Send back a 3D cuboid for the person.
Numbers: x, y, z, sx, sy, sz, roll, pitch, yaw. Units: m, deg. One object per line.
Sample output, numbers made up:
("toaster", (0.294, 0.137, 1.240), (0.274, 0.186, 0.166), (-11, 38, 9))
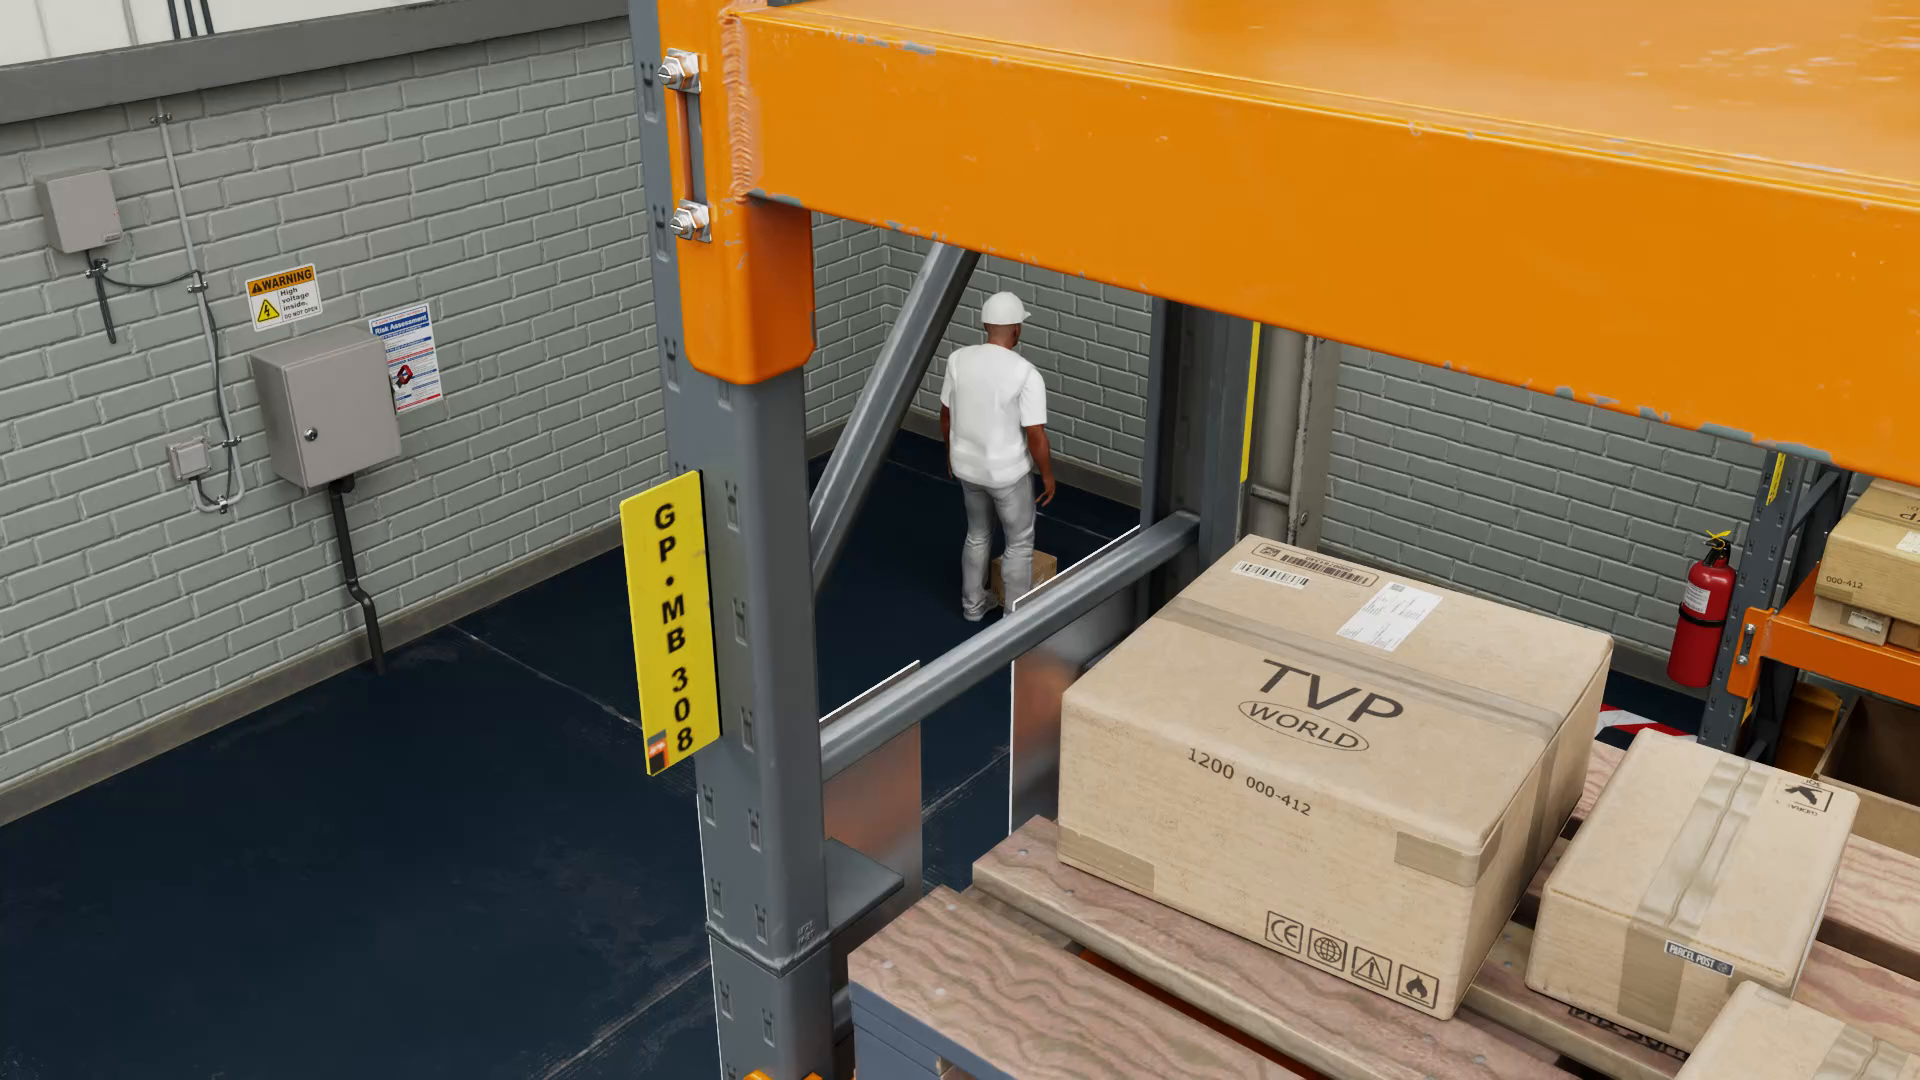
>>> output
("person", (0.192, -0.379, 8.336), (0.635, 1.761, 0.454), (19, 33, 32))
